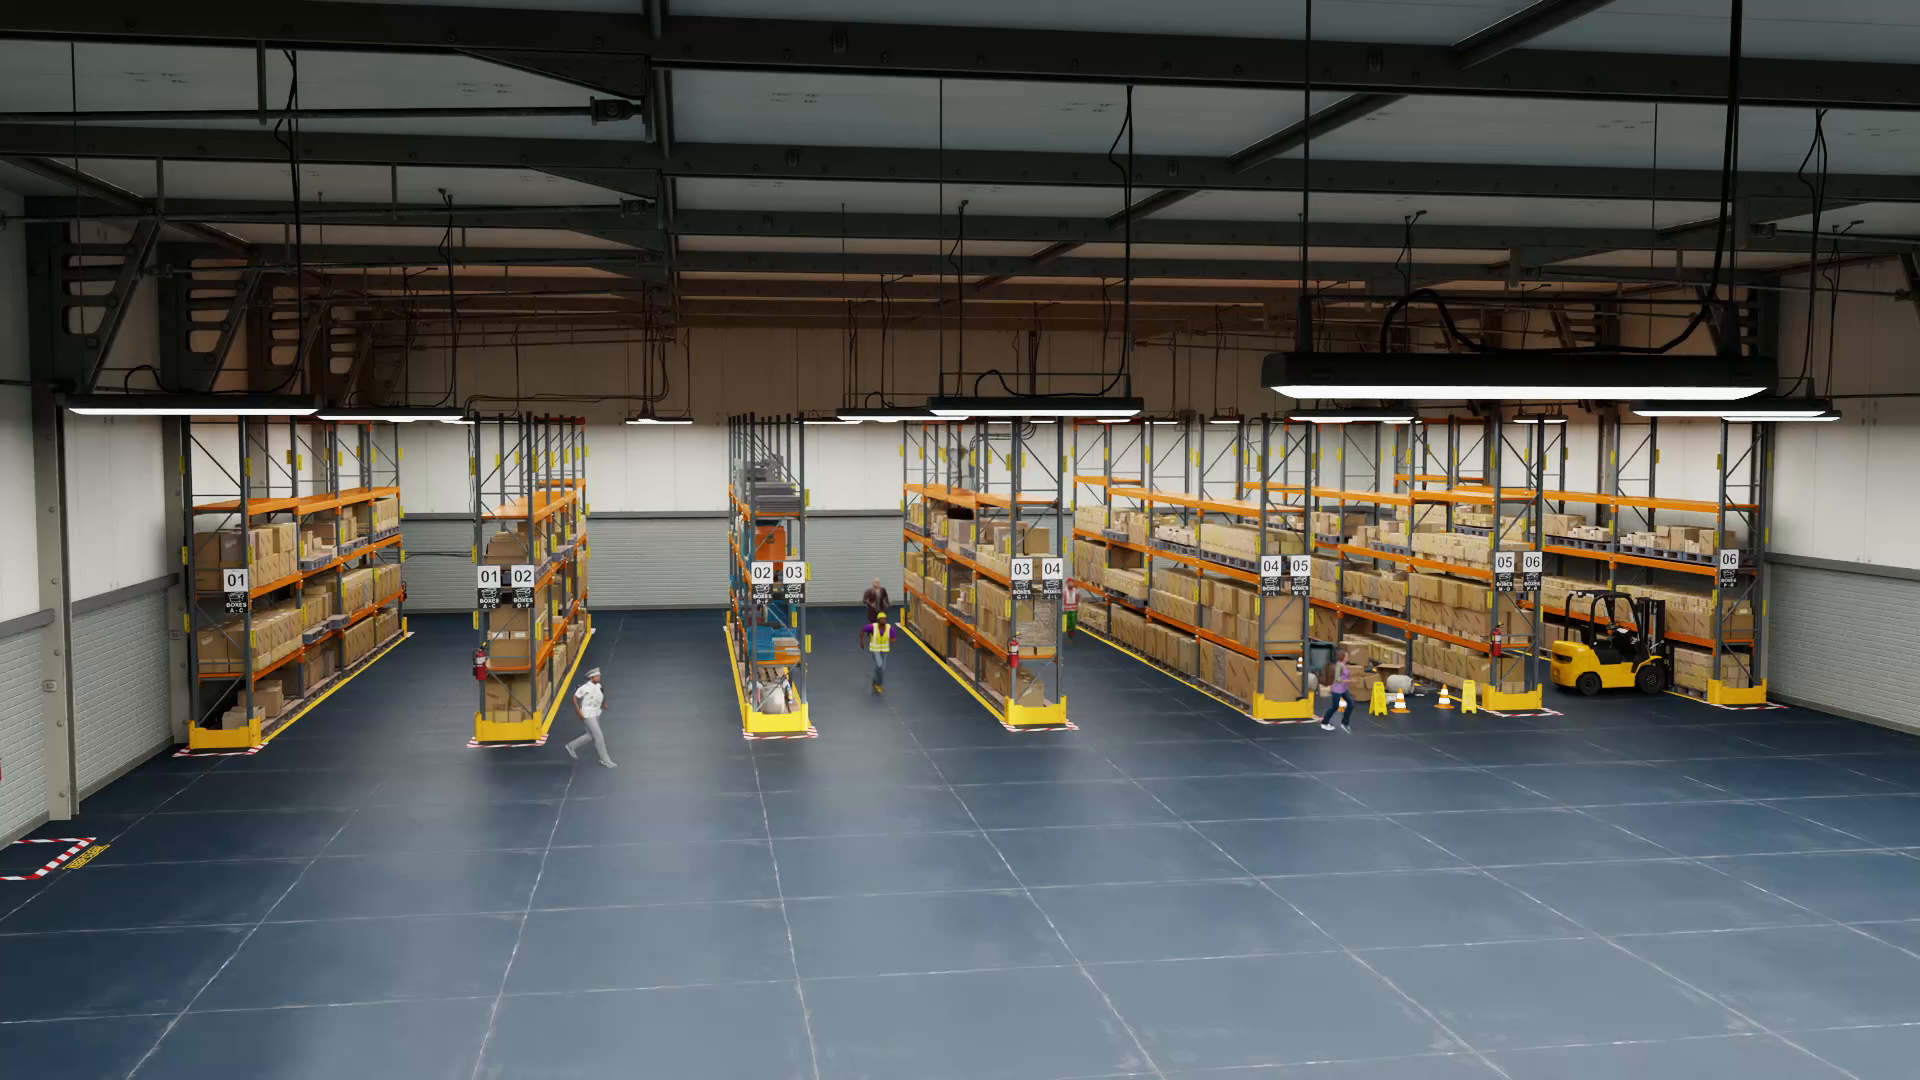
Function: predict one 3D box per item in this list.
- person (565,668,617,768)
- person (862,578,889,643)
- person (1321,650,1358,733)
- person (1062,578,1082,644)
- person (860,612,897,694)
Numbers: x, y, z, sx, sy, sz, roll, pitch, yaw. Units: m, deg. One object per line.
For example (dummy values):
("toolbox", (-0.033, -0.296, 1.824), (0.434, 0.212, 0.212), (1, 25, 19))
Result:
("person", (-6.250, 2.980, 28.036), (0.975, 1.694, 0.600), (1, 4, 19))
("person", (-2.195, 1.882, 43.442), (0.733, 1.791, 0.925), (-1, 4, -18))
("person", (7.065, 2.835, 31.028), (0.735, 1.602, 0.507), (3, 5, 35))
("person", (2.916, 1.870, 43.940), (0.649, 1.754, 0.646), (-1, 4, -9))
("person", (-1.735, 2.418, 35.735), (0.732, 1.760, 0.816), (-1, 4, -18))
